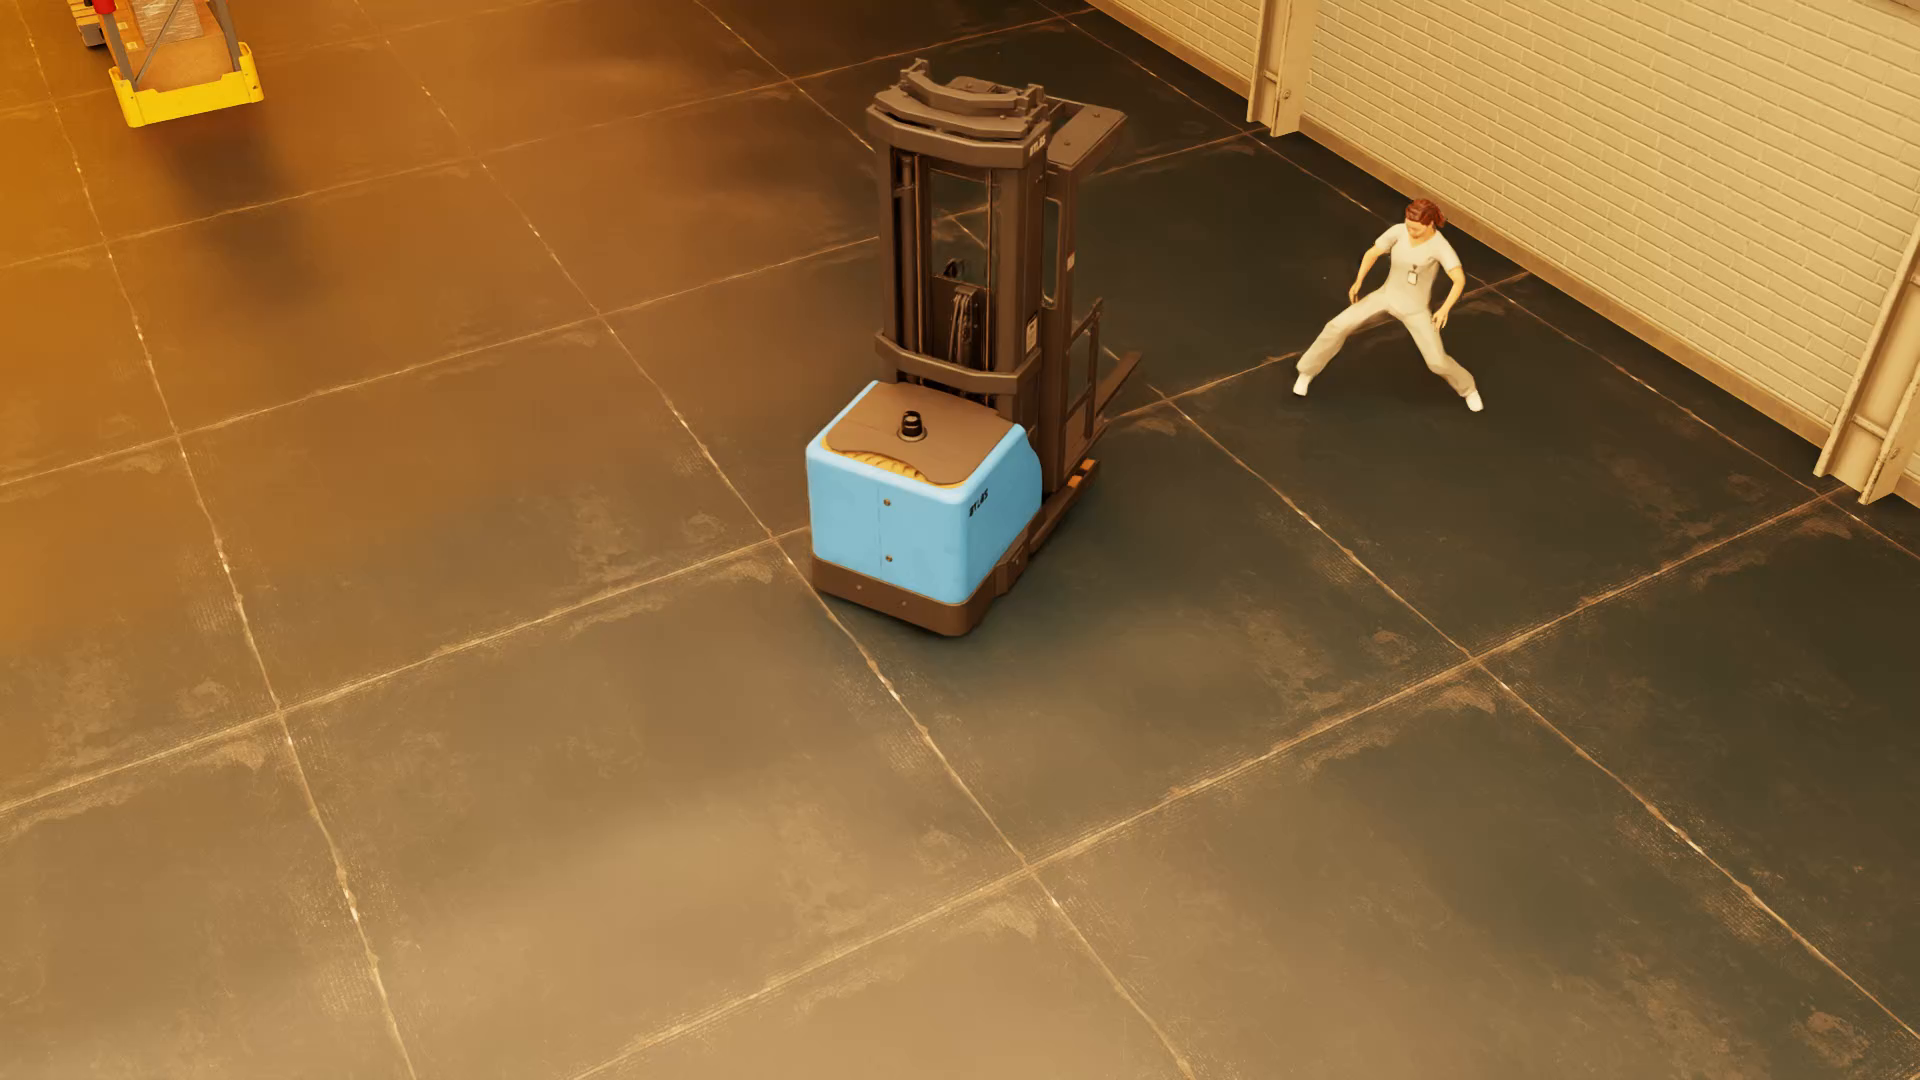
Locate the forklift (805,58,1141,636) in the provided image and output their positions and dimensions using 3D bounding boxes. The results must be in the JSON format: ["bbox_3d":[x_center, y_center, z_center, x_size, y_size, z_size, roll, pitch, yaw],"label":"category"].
[{"bbox_3d":[0.254,-1.504,9.850,1.130,2.935,3.031,19,43,21],"label":"forklift"}]

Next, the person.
[{"bbox_3d":[2.946,-1.536,11.041,1.109,1.477,0.960,32,49,33],"label":"person"}]
